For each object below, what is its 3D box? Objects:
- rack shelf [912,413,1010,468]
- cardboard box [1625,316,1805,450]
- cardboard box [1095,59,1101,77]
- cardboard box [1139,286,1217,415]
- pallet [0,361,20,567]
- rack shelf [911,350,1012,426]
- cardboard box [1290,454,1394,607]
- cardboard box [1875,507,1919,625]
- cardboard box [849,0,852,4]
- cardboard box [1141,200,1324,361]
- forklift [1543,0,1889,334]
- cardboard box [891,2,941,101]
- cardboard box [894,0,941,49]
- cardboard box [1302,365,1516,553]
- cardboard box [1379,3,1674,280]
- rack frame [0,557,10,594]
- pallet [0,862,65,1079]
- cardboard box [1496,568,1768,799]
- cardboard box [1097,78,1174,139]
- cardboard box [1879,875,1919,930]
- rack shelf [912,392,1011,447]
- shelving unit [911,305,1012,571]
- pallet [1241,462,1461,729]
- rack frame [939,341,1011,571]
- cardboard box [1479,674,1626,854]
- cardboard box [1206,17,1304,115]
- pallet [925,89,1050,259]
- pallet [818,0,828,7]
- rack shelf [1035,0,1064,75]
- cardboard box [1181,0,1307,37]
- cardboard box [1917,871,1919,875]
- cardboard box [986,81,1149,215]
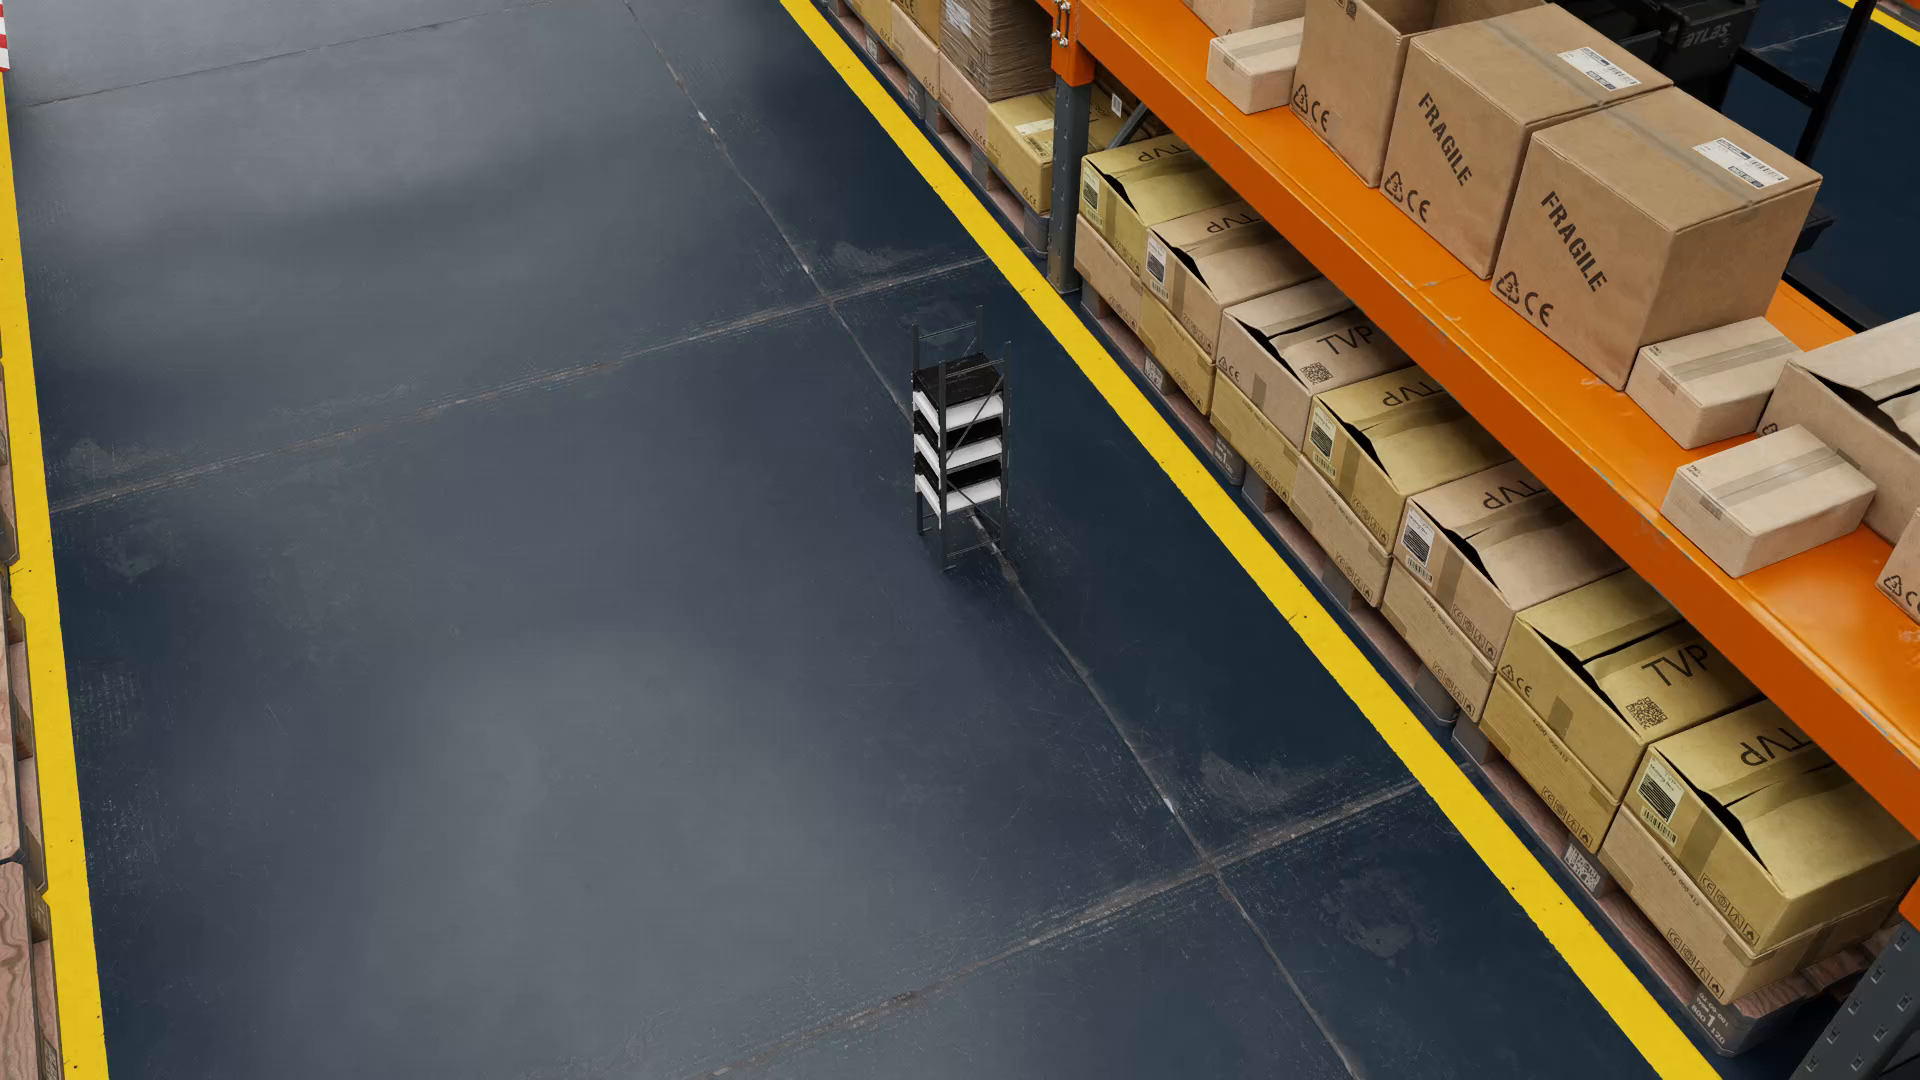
[{"bbox_3d":[0.003,-0.355,5.389,0.258,0.077,0.200,-18,47,-17],"label":"rack shelf"},{"bbox_3d":[1.929,-0.399,4.198,0.380,0.149,0.250,-15,47,-14],"label":"cardboard box"},{"bbox_3d":[0.706,-2.384,7.155,0.500,0.500,0.500,-18,47,-17],"label":"cardboard box"},{"bbox_3d":[0.993,-0.756,6.039,0.500,0.250,0.500,-17,47,-16],"label":"cardboard box"},{"bbox_3d":[-3.906,-0.229,5.832,1.003,0.211,1.213,-18,47,-17],"label":"pallet"},{"bbox_3d":[0.003,-0.484,5.262,0.258,0.077,0.200,-18,47,-17],"label":"rack shelf"},{"bbox_3d":[1.426,-0.102,5.377,0.500,0.250,0.500,-17,47,-17],"label":"cardboard box"},{"bbox_3d":[2.403,0.094,3.582,0.500,0.311,0.500,-15,47,-15],"label":"cardboard box"},{"bbox_3d":[-0.401,-2.918,8.230,0.500,0.250,0.500,-18,47,-17],"label":"cardboard box"},{"bbox_3d":[0.988,-0.955,5.841,0.500,0.311,0.500,-19,48,-18],"label":"cardboard box"},{"bbox_3d":[2.750,-2.187,5.880,1.130,2.935,3.031,-19,48,-18],"label":"forklift"},{"bbox_3d":[0.016,-2.279,7.583,0.500,0.250,0.500,-18,47,-17],"label":"cardboard box"},{"bbox_3d":[0.027,-2.550,7.323,0.500,0.500,0.500,-18,47,-17],"label":"cardboard box"},{"bbox_3d":[1.429,-0.296,5.173,0.500,0.311,0.500,-17,47,-16],"label":"cardboard box"},{"bbox_3d":[1.574,-1.128,4.686,0.500,0.500,0.500,-18,47,-17],"label":"cardboard box"},{"bbox_3d":[-3.662,-0.781,4.406,1.000,3.000,0.127,-18,47,-17],"label":"rack frame"},{"bbox_3d":[-2.779,1.479,4.101,1.003,0.211,1.213,-18,47,-17],"label":"pallet"},{"bbox_3d":[1.848,0.347,4.522,0.500,0.311,0.500,-19,48,-18],"label":"cardboard box"},{"bbox_3d":[0.914,-1.797,7.095,0.500,0.250,0.500,-18,47,-17],"label":"cardboard box"},{"bbox_3d":[2.562,0.716,4.547,0.500,0.250,0.500,-18,47,-18],"label":"cardboard box"},{"bbox_3d":[0.003,-0.420,5.326,0.258,0.077,0.200,-18,47,-17],"label":"rack shelf"},{"bbox_3d":[0.003,-0.315,5.429,0.258,0.900,0.210,-18,47,-17],"label":"shelving unit"},{"bbox_3d":[1.696,-0.013,5.612,1.003,0.211,1.213,-18,47,-17],"label":"pallet"},{"bbox_3d":[0.046,-0.250,5.363,0.240,0.900,0.006,-18,47,-17],"label":"rack frame"},{"bbox_3d":[1.854,0.546,4.720,0.500,0.250,0.500,-19,48,-18],"label":"cardboard box"},{"bbox_3d":[1.021,-1.527,5.341,0.380,0.149,0.250,-18,47,-17],"label":"cardboard box"},{"bbox_3d":[0.538,-1.768,7.392,1.003,0.211,1.213,-18,47,-17],"label":"pallet"},{"bbox_3d":[-0.488,-3.323,8.968,1.003,0.211,1.213,-18,47,-17],"label":"pallet"},{"bbox_3d":[-0.007,-3.260,7.431,1.077,0.370,4.000,-18,47,-17],"label":"rack shelf"},{"bbox_3d":[1.081,-1.887,5.634,0.500,0.250,0.500,-15,47,-15],"label":"cardboard box"},{"bbox_3d":[2.562,0.517,4.350,0.500,0.311,0.500,-17,47,-16],"label":"cardboard box"},{"bbox_3d":[0.441,-1.643,6.939,0.500,0.250,0.500,-18,47,-17],"label":"cardboard box"}]
